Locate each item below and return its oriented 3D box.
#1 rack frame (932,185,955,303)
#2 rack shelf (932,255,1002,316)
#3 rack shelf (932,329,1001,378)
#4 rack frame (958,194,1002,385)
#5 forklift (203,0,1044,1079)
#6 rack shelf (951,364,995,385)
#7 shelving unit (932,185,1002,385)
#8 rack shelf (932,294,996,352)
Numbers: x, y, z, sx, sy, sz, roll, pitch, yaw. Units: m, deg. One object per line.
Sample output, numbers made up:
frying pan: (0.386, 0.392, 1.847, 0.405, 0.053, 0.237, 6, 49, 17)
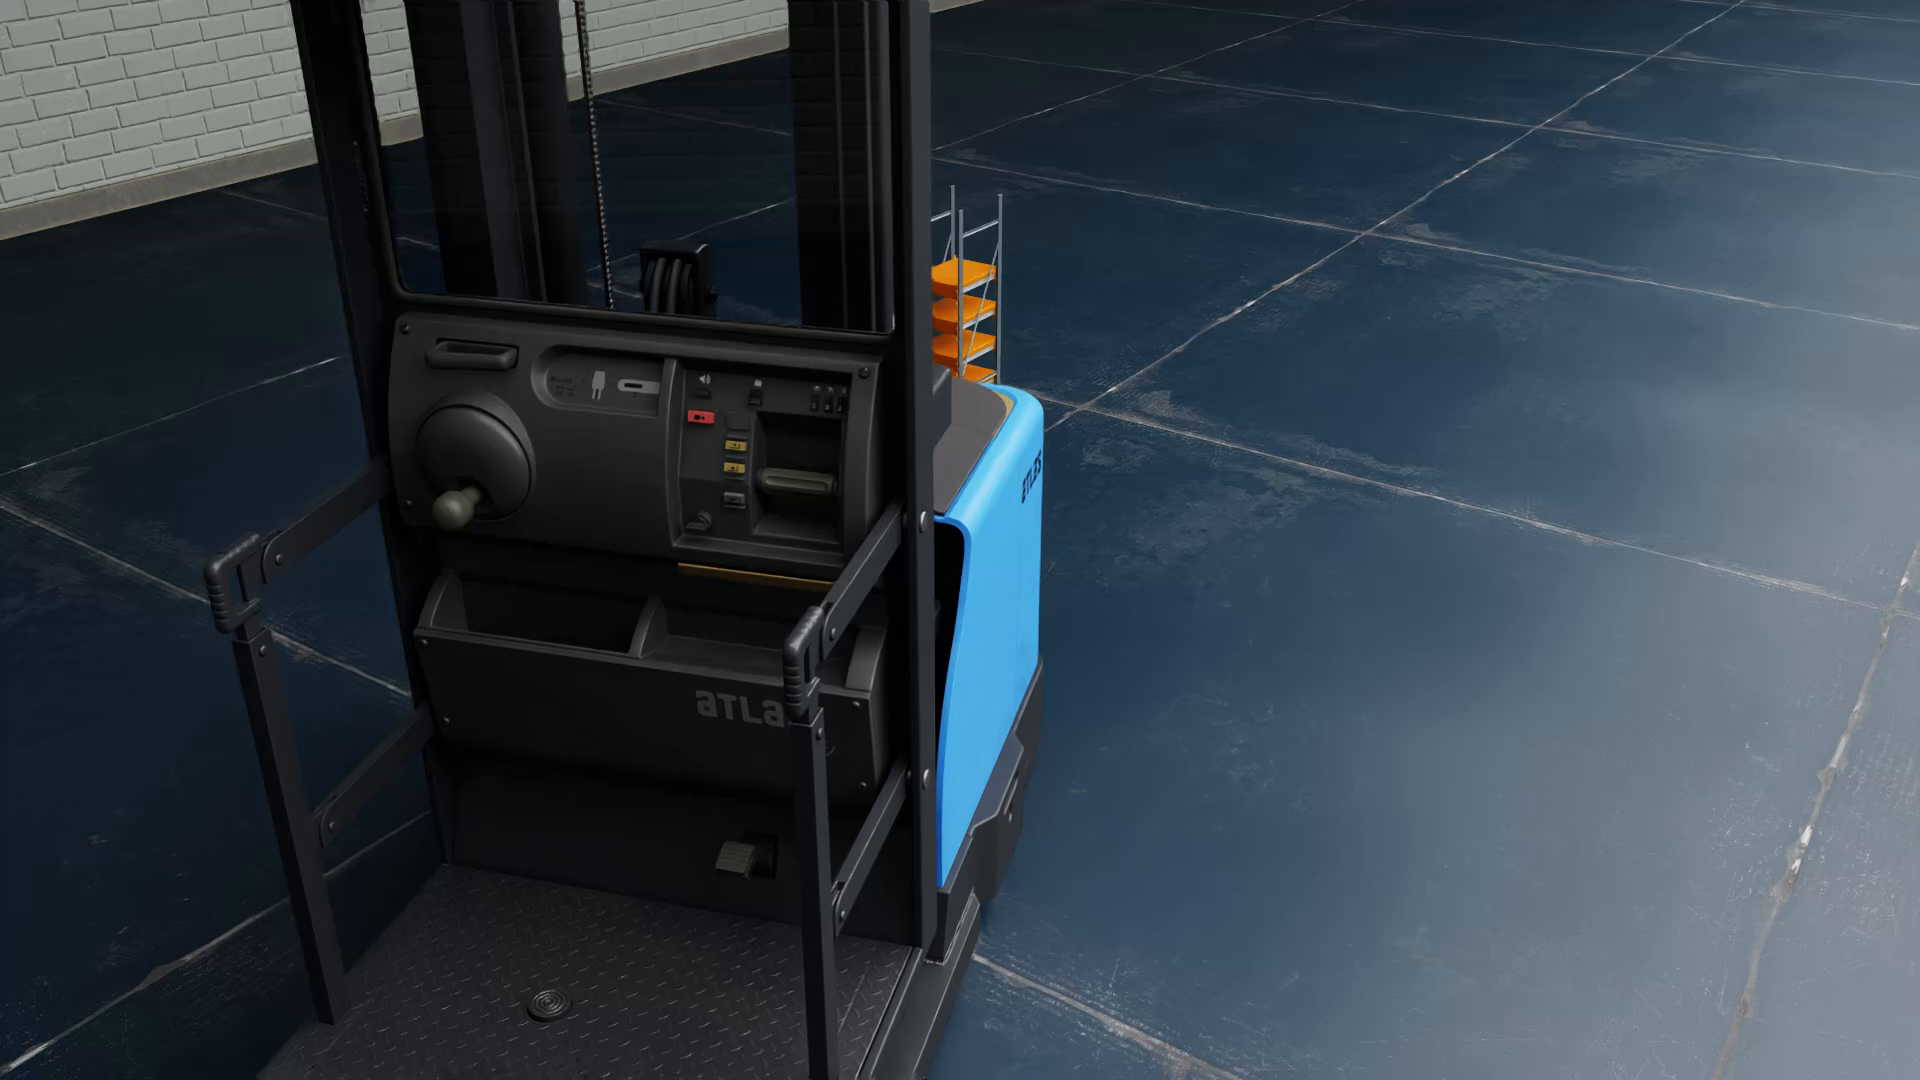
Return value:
rack frame: (-0.087, -0.562, 5.531, 0.006, 1.200, 0.240, 17, 32, 30)
rack shelf: (-0.012, -0.820, 5.342, 0.180, 0.103, 0.258, 17, 32, 30)
rack shelf: (-0.012, -0.606, 5.451, 0.180, 0.103, 0.258, 17, 32, 30)
rack frame: (0.063, -0.515, 5.439, 0.006, 1.200, 0.240, 17, 32, 30)
forklift: (-0.648, -0.138, 2.790, 1.130, 2.935, 3.031, 7, 28, 13)
rack shelf: (-0.012, -0.499, 5.505, 0.180, 0.103, 0.258, 17, 32, 30)
shelving unit: (-0.012, -0.538, 5.485, 0.189, 1.200, 0.258, 17, 32, 30)
rack shelf: (-0.012, -0.713, 5.396, 0.180, 0.103, 0.258, 17, 32, 30)
